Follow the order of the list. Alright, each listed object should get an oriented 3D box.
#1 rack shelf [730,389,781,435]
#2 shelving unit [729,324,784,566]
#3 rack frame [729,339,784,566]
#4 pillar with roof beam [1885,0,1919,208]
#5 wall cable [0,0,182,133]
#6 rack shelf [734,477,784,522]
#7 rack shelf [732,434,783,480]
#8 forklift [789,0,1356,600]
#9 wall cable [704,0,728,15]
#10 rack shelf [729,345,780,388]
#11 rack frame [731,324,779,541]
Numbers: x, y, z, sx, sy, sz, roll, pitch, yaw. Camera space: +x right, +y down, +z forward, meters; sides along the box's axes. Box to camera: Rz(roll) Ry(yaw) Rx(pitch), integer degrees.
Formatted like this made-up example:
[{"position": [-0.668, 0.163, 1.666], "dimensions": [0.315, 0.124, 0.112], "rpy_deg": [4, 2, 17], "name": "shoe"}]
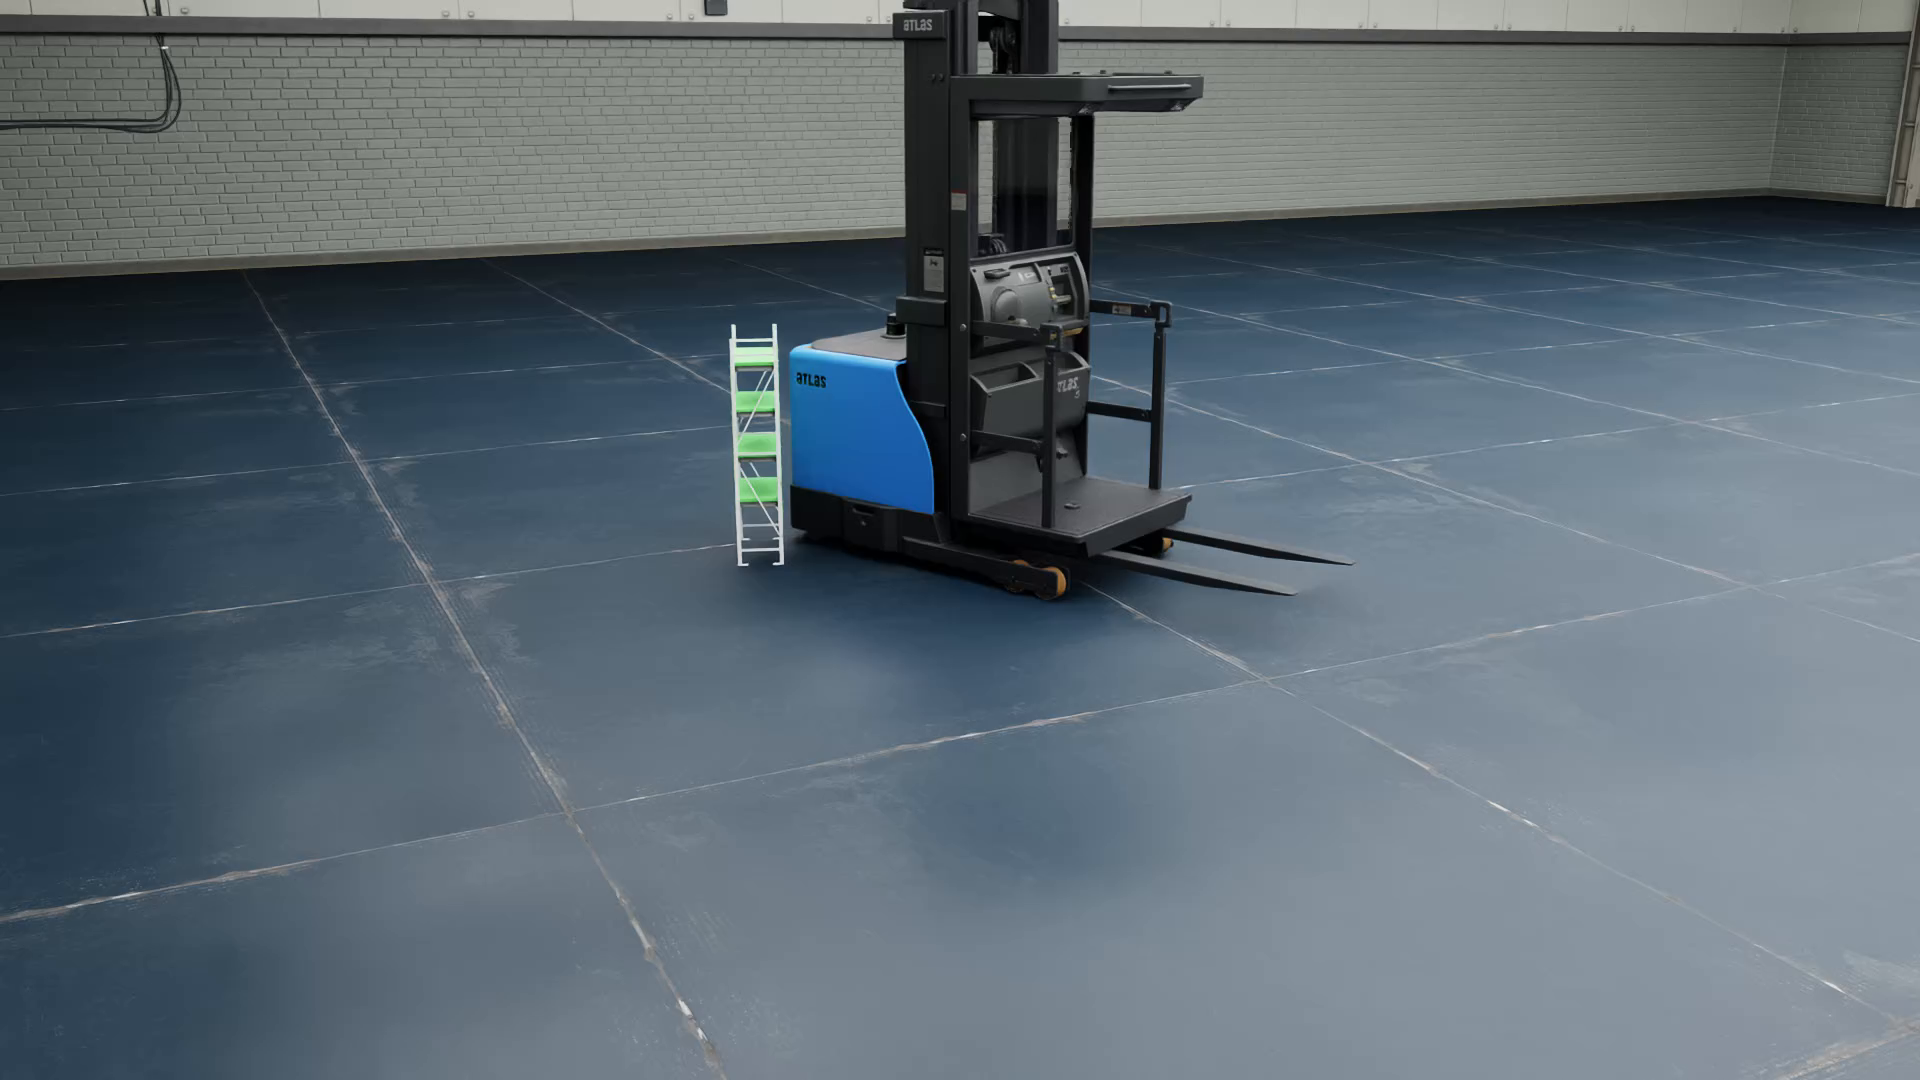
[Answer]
[{"position": [-1.079, -0.682, 8.812], "dimensions": [0.258, 0.148, 0.480], "rpy_deg": [-2, 16, -6], "name": "rack shelf"}, {"position": [-1.079, -0.512, 8.861], "dimensions": [0.258, 1.200, 0.503], "rpy_deg": [-2, 16, -6], "name": "shelving unit"}, {"position": [-1.053, -0.445, 8.628], "dimensions": [0.240, 1.200, 0.015], "rpy_deg": [-2, 16, -6], "name": "rack frame"}, {"position": [13.506, -9.966, 27.666], "dimensions": [9.100, 9.000, 0.400], "rpy_deg": [-8, 18, -25], "name": "pillar with roof beam"}, {"position": [-11.043, -6.078, 19.745], "dimensions": [3.097, 2.526, 0.112], "rpy_deg": [-8, 18, -25], "name": "wall cable"}, {"position": [-1.079, -0.220, 8.945], "dimensions": [0.258, 0.148, 0.480], "rpy_deg": [-2, 16, -6], "name": "rack shelf"}, {"position": [-1.079, -0.451, 8.878], "dimensions": [0.258, 0.148, 0.480], "rpy_deg": [-2, 16, -6], "name": "rack shelf"}, {"position": [0.530, -1.275, 8.381], "dimensions": [3.031, 2.935, 1.130], "rpy_deg": [12, 20, 36], "name": "forklift"}, {"position": [-2.502, -10.348, 22.832], "dimensions": [2.305, 6.003, 0.169], "rpy_deg": [-8, 18, -25], "name": "wall cable"}, {"position": [-1.080, -0.912, 8.746], "dimensions": [0.258, 0.148, 0.480], "rpy_deg": [-2, 16, -6], "name": "rack shelf"}, {"position": [-1.106, -0.579, 9.094], "dimensions": [0.240, 1.200, 0.015], "rpy_deg": [-2, 16, -6], "name": "rack frame"}]
